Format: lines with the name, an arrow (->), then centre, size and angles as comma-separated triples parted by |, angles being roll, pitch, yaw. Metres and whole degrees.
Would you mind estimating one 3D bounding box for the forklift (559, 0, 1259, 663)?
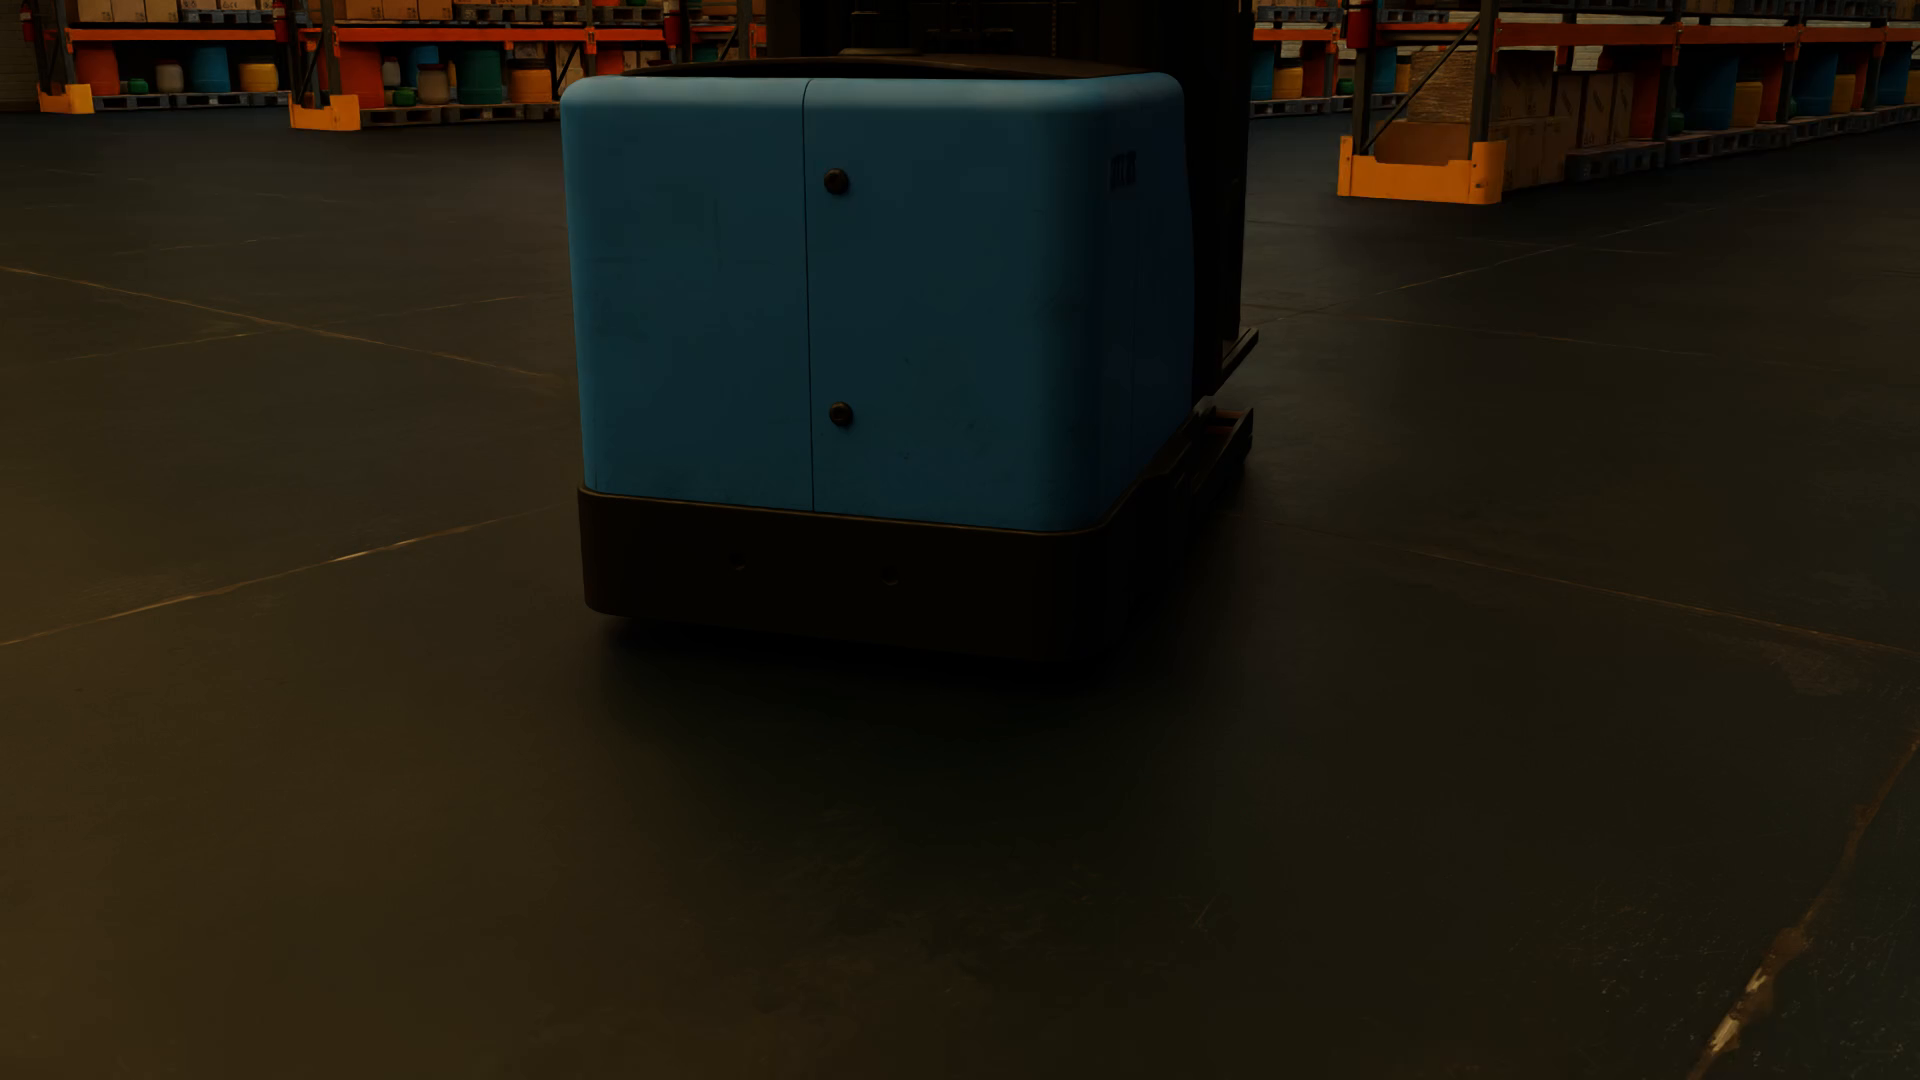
forklift -> 0.182, -1.571, 4.072 | 1.130, 2.935, 3.031 | 5, 18, 17
